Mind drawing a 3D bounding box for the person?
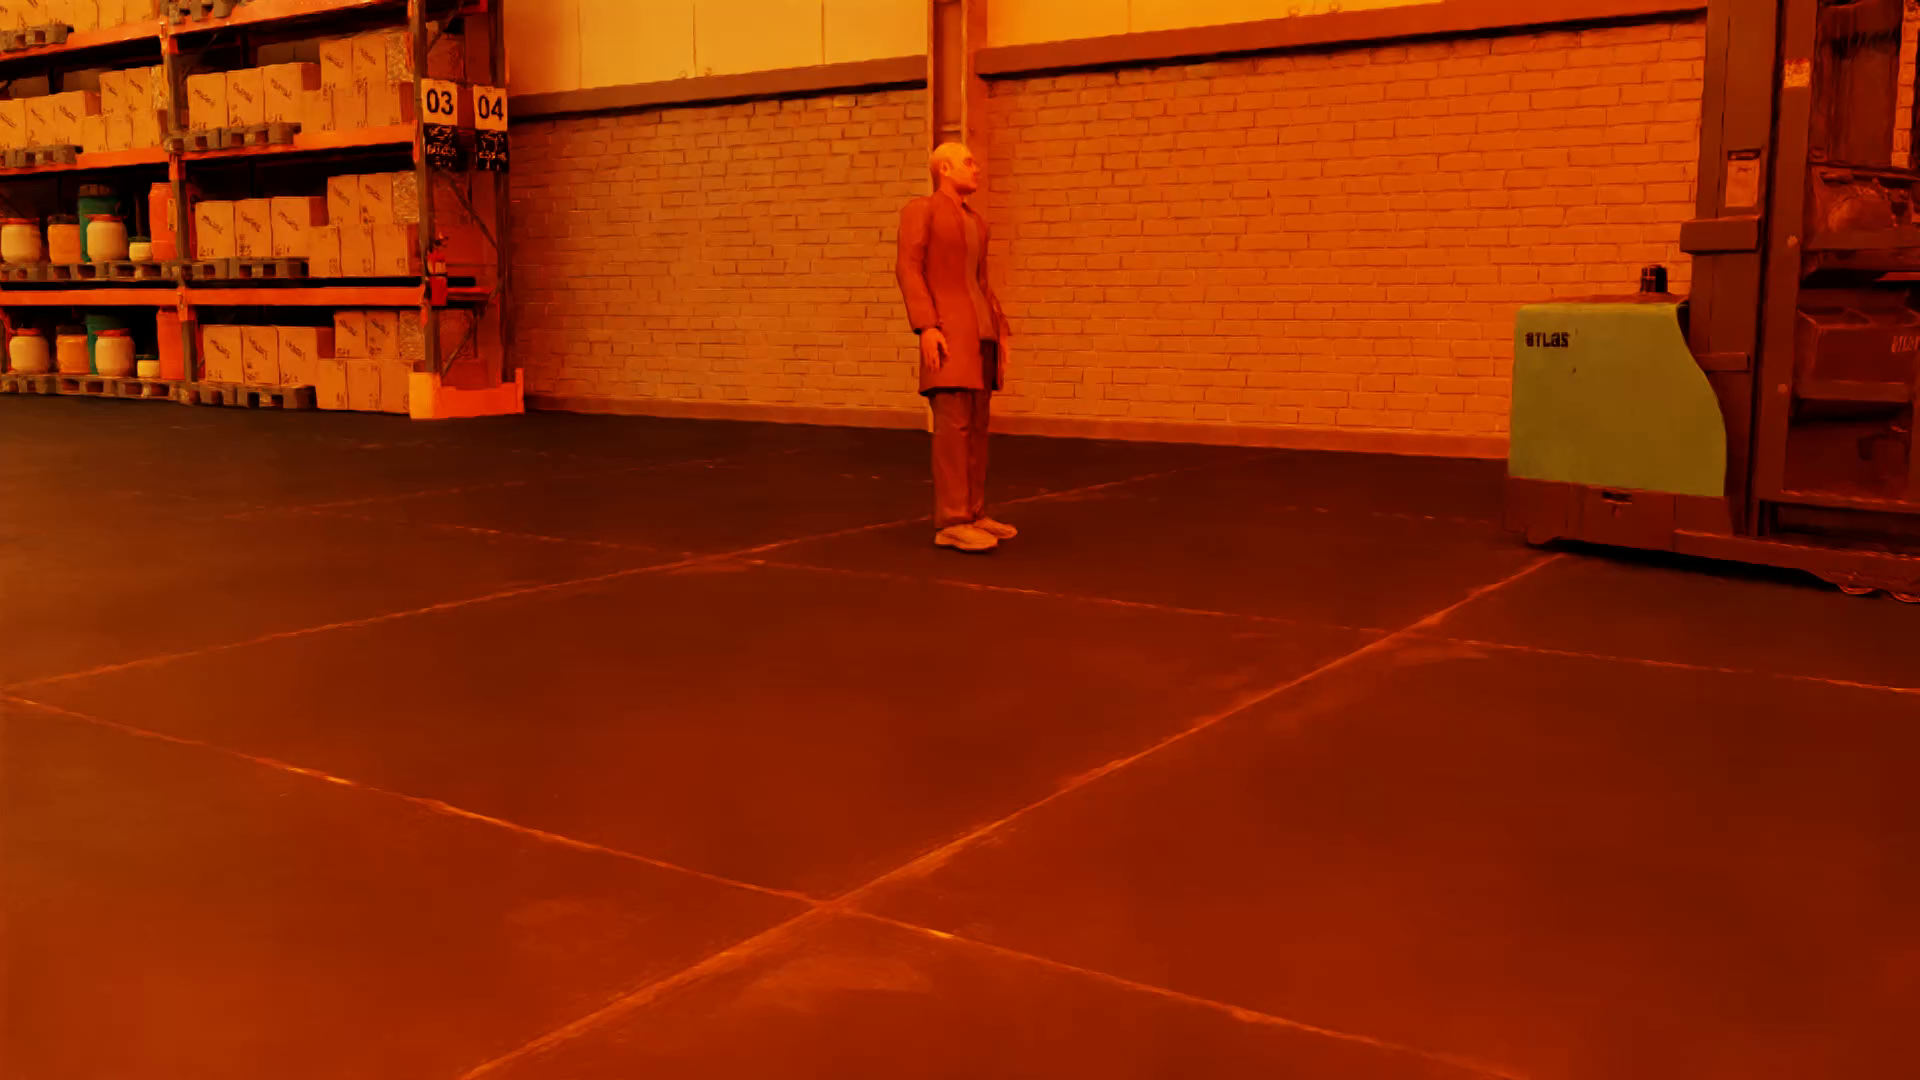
[{"bbox_3d":[0.073,-0.879,7.423,0.580,1.776,0.694,5,10,34],"label":"person"}]

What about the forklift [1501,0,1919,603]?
[{"bbox_3d":[3.695,-1.302,6.346,1.130,2.935,3.031,-6,10,-36],"label":"forklift"}]
